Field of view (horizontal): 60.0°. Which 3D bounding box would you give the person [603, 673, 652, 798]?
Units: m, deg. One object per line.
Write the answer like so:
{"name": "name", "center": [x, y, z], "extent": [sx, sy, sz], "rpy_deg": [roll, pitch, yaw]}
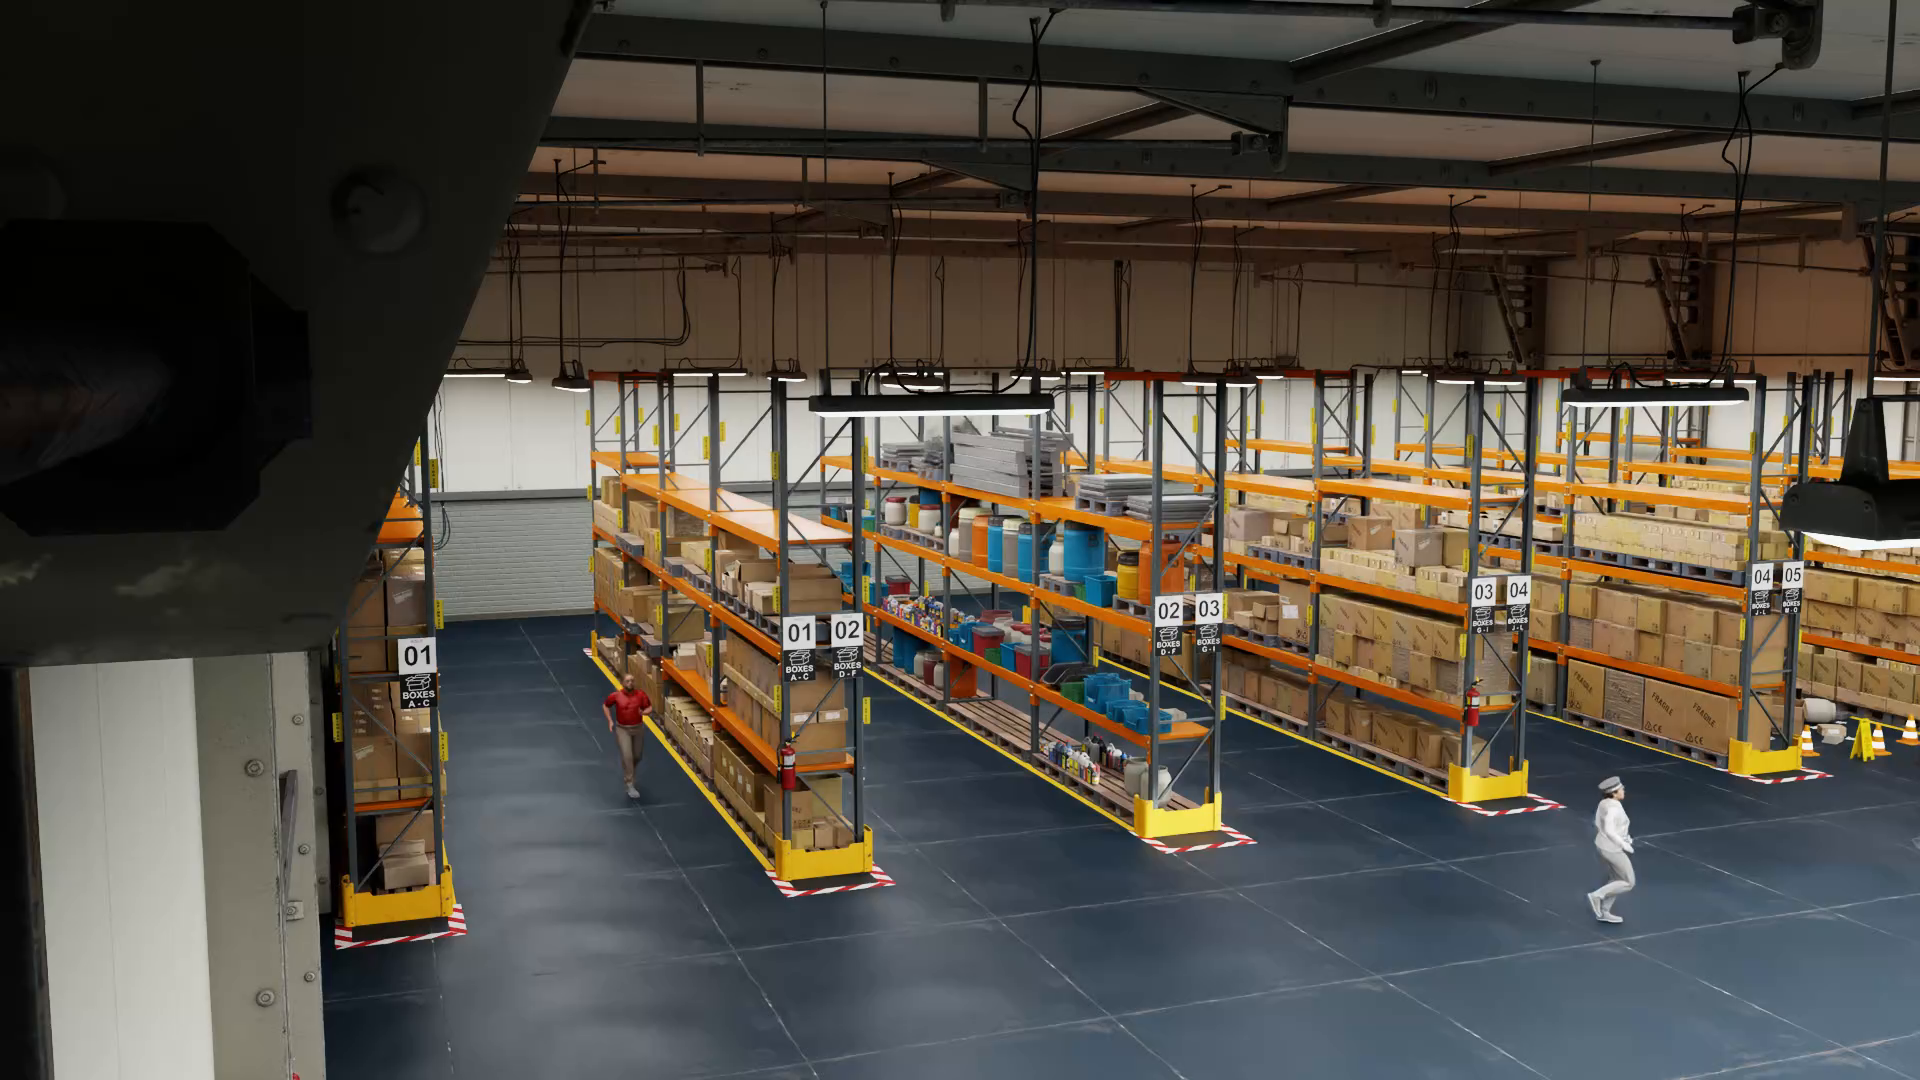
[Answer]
{"name": "person", "center": [-4.769, 2.776, 24.026], "extent": [0.662, 1.716, 0.989], "rpy_deg": [-3, 7, -28]}

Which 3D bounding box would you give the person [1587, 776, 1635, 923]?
{"name": "person", "center": [7.268, 3.450, 18.538], "extent": [0.540, 1.640, 0.599], "rpy_deg": [0, 6, 4]}
